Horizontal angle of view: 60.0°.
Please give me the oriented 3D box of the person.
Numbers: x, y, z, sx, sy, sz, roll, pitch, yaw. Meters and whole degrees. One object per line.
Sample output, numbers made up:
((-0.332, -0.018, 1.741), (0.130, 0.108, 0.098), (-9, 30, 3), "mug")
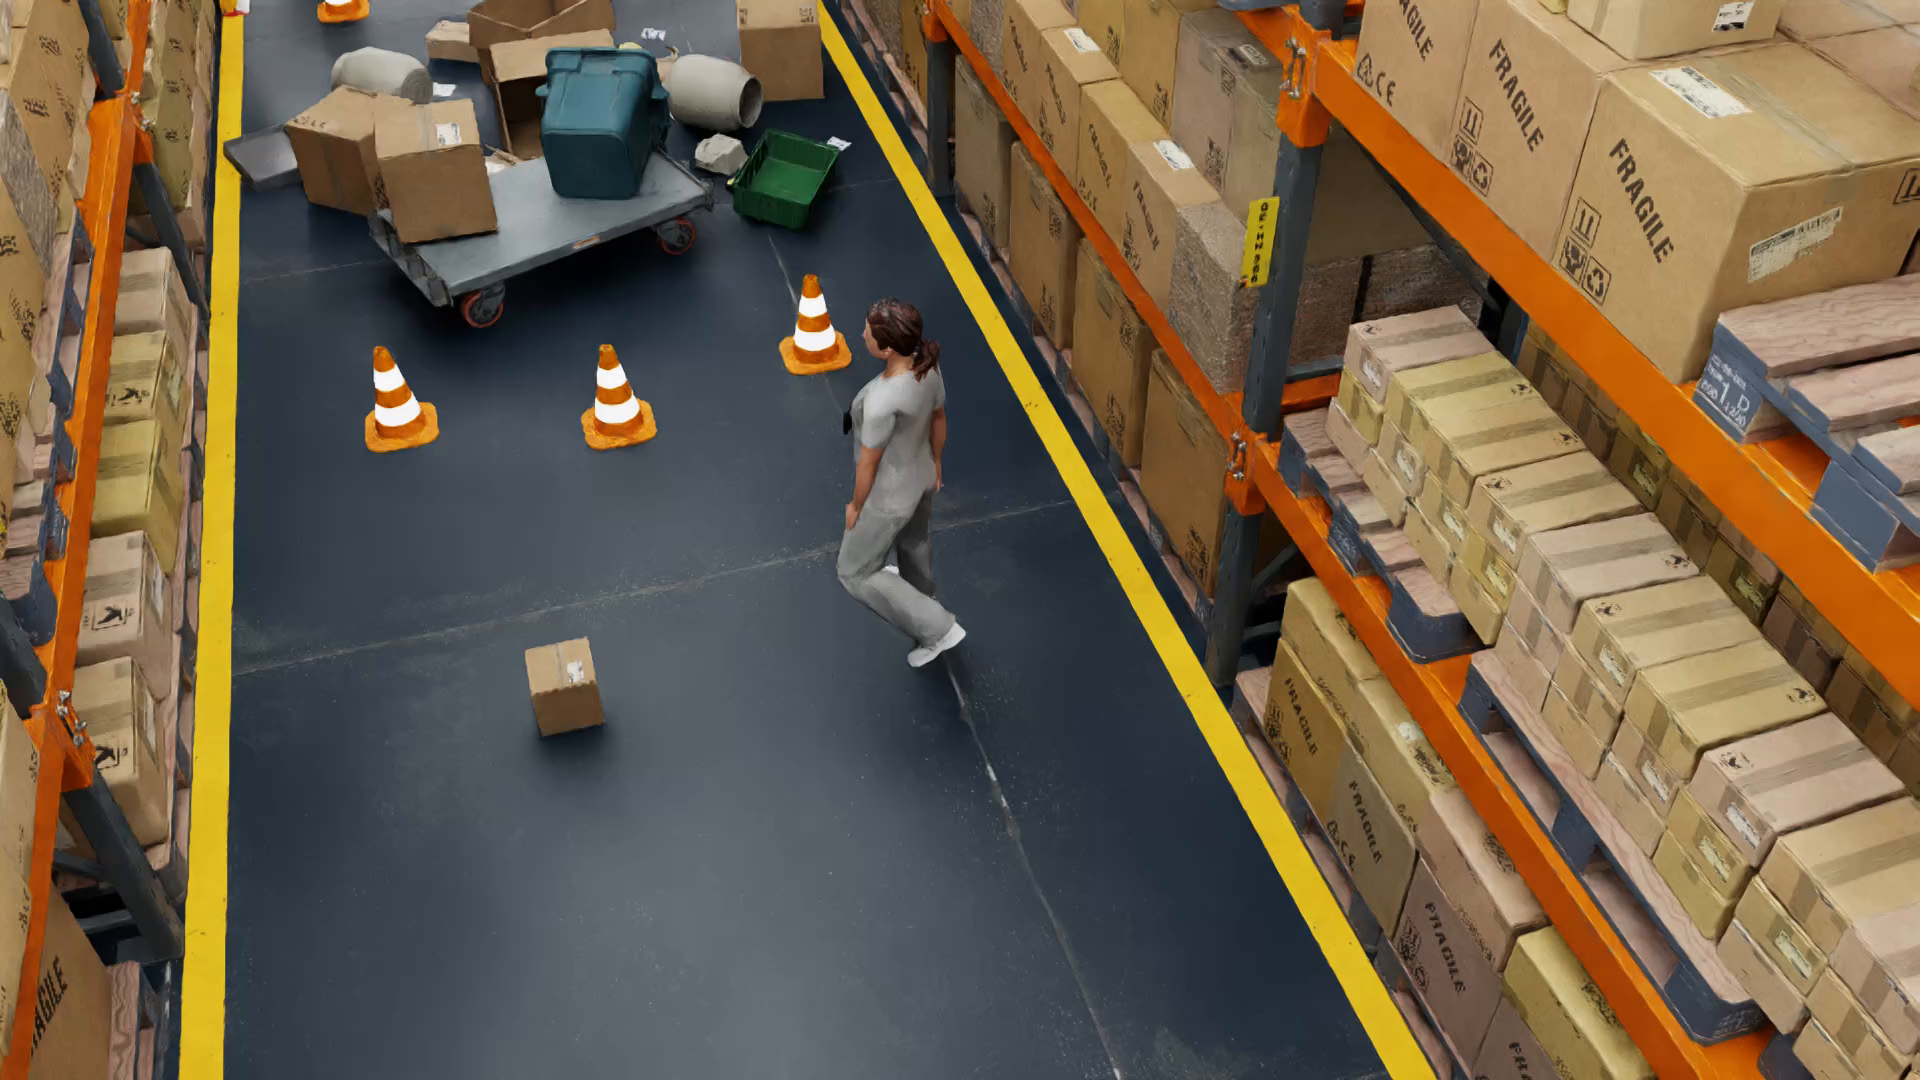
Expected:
((-0.183, -0.211, 6.371), (0.585, 1.663, 0.602), (19, 46, 20), "person")
